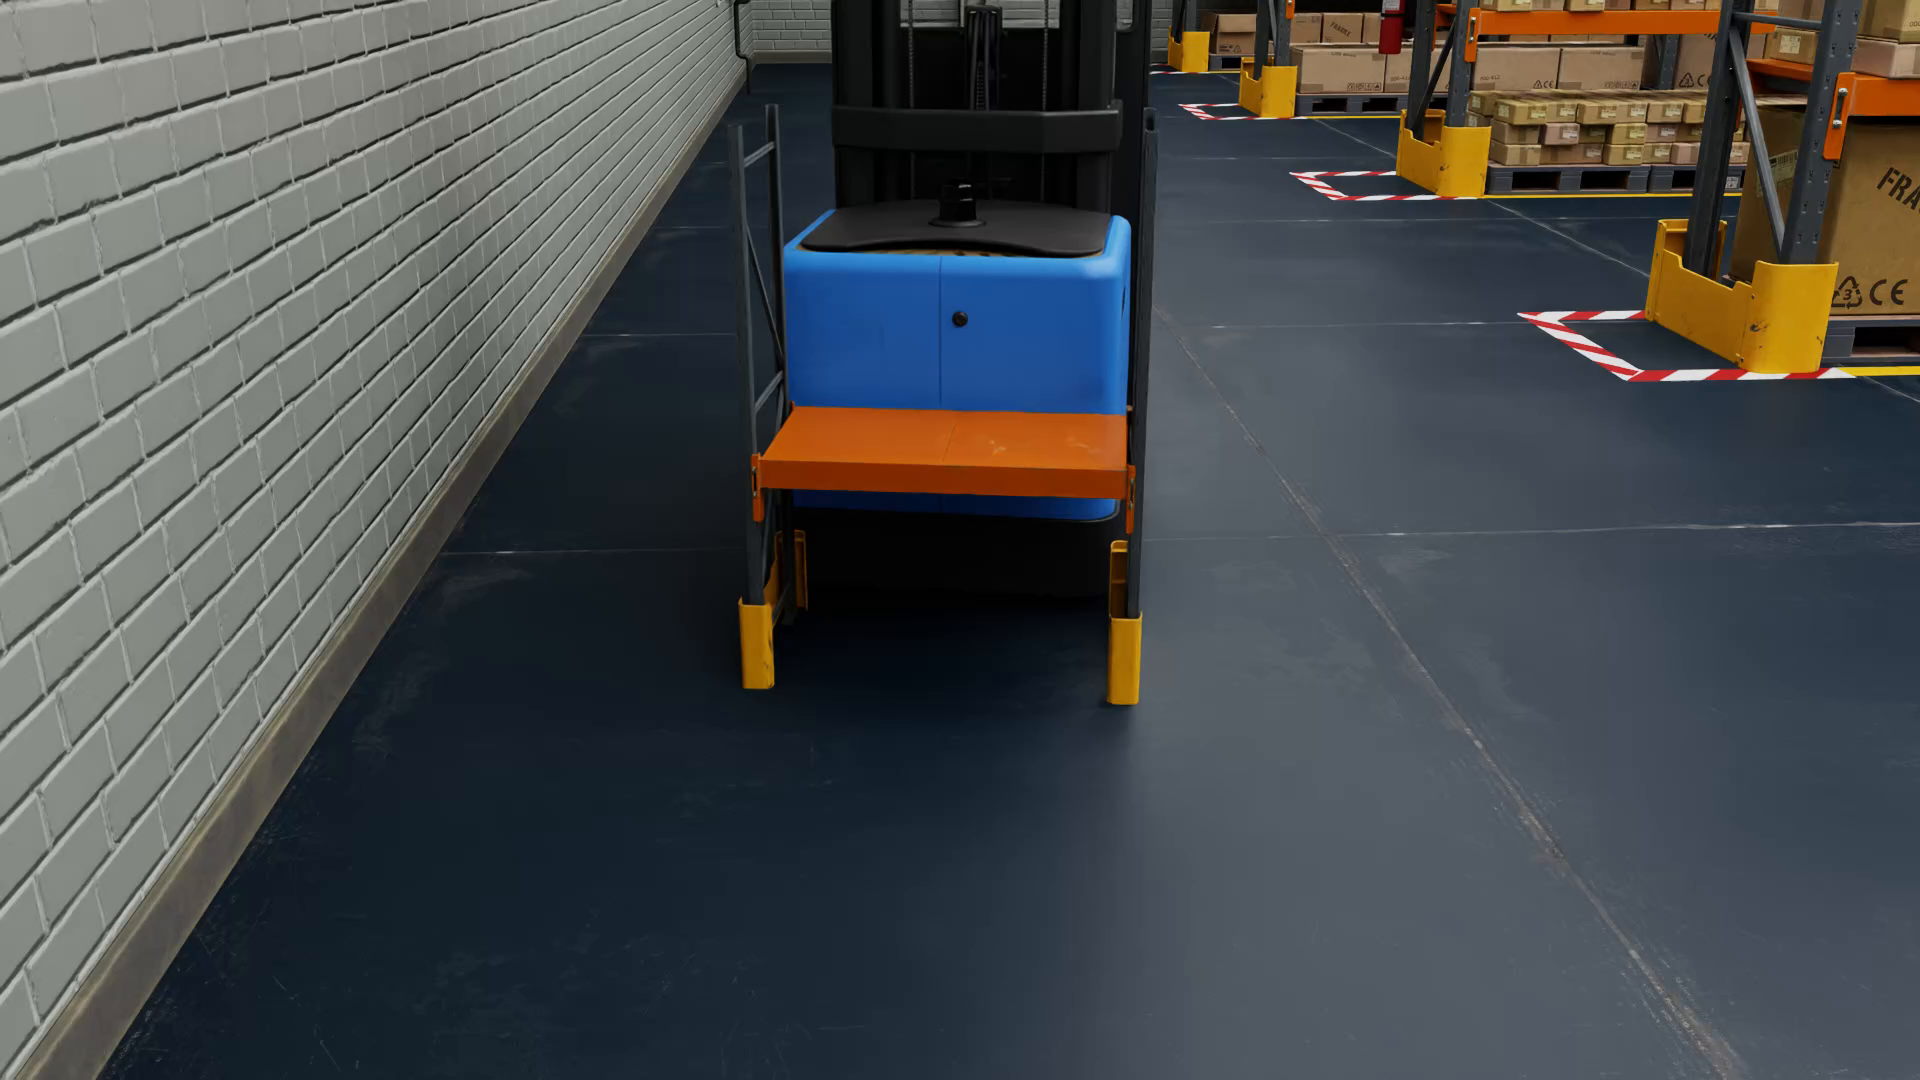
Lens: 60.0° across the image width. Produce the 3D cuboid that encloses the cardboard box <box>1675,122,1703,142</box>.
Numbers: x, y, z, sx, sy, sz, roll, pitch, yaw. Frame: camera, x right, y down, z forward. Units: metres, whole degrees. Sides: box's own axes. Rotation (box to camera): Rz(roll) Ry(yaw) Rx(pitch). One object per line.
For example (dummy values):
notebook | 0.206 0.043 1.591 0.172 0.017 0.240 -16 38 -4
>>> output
cardboard box | 5.451 -3.108 12.568 0.250 0.149 0.380 0 21 0

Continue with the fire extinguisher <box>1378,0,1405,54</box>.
fire extinguisher | 3.329 -4.086 12.771 0.183 0.674 0.296 -1 21 -3

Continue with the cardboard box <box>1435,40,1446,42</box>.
cardboard box | 6.390 -6.487 21.860 0.250 0.149 0.380 -2 21 -5

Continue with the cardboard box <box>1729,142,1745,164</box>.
cardboard box | 5.692 -2.935 12.531 0.250 0.149 0.380 -1 21 -3

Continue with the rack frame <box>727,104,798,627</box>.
rack frame | -0.531 -0.394 4.548 0.032 1.500 0.500 2 21 5

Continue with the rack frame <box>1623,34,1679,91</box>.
rack frame | 7.217 -5.976 17.100 0.127 3.000 1.000 -1 21 -3

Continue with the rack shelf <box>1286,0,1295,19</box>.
rack shelf | 5.220 -5.599 17.122 4.000 0.370 1.077 -1 21 -3

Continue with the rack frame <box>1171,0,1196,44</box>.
rack frame | 2.936 -7.657 21.518 0.127 3.000 1.000 -1 21 -3

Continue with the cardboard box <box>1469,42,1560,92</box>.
cardboard box | 5.690 -4.981 17.500 0.875 0.438 0.875 -2 21 -5

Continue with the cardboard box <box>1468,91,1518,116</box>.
cardboard box | 4.121 -3.381 12.865 0.250 0.149 0.380 -1 21 -2

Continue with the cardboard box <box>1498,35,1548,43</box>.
cardboard box | 7.426 -6.697 21.917 0.500 0.500 0.500 0 21 -1

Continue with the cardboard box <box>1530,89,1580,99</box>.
cardboard box | 4.626 -3.416 12.957 0.250 0.149 0.380 -2 21 -4

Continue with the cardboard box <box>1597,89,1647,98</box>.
cardboard box | 5.153 -3.424 12.978 0.250 0.149 0.380 0 21 -1

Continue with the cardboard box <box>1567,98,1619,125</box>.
cardboard box | 4.676 -3.178 12.332 0.250 0.149 0.380 -1 21 -3

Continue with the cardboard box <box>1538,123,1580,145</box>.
cardboard box | 4.421 -3.046 12.404 0.250 0.149 0.380 -1 21 -3

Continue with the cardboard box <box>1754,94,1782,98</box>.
cardboard box | 6.199 -3.431 12.997 0.250 0.149 0.380 -1 21 -2

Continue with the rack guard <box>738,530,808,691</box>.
rack guard | -0.530 0.190 4.770 0.087 0.250 0.587 2 21 5

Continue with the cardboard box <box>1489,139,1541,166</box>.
cardboard box | 4.148 -2.899 12.436 0.250 0.149 0.380 -1 21 -2

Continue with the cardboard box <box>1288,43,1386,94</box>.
cardboard box | 3.877 -4.942 17.397 0.875 0.438 0.875 -2 21 -5

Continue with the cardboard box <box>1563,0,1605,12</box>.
cardboard box | 4.472 -3.917 12.047 0.250 0.149 0.380 -2 21 -5

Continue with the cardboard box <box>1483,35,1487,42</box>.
cardboard box | 7.403 -6.882 22.404 0.500 0.500 0.500 -1 21 -3

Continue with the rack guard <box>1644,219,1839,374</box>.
rack guard | 3.765 -1.205 8.084 0.348 0.500 1.175 -1 21 -3

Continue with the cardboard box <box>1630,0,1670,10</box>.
cardboard box | 4.995 -3.968 12.180 0.250 0.149 0.380 -1 21 -4

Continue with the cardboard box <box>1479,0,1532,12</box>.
cardboard box | 3.949 -3.911 12.030 0.250 0.149 0.380 -1 21 -3

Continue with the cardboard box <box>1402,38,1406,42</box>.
cardboard box | 5.824 -6.664 22.326 0.250 0.149 0.380 -1 21 -4

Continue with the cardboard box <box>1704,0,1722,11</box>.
cardboard box | 5.503 -3.960 12.161 0.250 0.149 0.380 0 21 -1

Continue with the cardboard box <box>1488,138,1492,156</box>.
cardboard box | 4.120 -3.087 12.929 0.250 0.149 0.380 -1 21 -2

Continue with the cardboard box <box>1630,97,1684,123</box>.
cardboard box | 5.197 -3.215 12.429 0.250 0.149 0.380 0 21 -1

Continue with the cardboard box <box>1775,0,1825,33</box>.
cardboard box | 4.258 -2.547 7.888 0.500 0.250 0.500 -1 21 -4

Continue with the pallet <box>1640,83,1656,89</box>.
pallet | 7.983 -4.715 17.708 1.213 0.211 1.003 -1 21 -3

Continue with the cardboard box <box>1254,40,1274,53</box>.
cardboard box | 3.979 -6.495 21.881 0.250 0.149 0.380 -2 21 -5

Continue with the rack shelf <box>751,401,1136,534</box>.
rack shelf | -0.025 -0.209 4.567 1.000 0.185 0.538 2 21 5

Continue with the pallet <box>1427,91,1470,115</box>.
pallet | 5.232 -4.659 17.561 1.213 0.211 1.003 -1 21 -3

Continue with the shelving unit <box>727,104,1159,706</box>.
shelving unit | -0.034 -0.377 4.504 1.083 1.500 0.587 2 21 5

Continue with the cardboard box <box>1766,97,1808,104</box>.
cardboard box | 6.230 -3.219 12.440 0.250 0.149 0.380 -2 21 -6

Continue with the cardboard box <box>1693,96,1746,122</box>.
cardboard box | 5.708 -3.243 12.503 0.250 0.149 0.380 -1 21 -3

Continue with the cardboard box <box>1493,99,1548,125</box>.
cardboard box | 4.149 -3.170 12.312 0.250 0.149 0.380 -2 21 -6

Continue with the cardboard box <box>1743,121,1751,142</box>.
cardboard box | 5.990 -3.101 12.548 0.250 0.149 0.380 -2 21 -6

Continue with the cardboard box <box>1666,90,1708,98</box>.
cardboard box | 5.683 -3.405 12.929 0.250 0.149 0.380 -1 21 -3

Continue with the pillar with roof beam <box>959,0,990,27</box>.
pillar with roof beam | 0.439 -9.197 17.131 0.400 9.000 9.100 -1 21 -3

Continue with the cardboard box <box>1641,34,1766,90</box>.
cardboard box | 7.831 -5.220 17.511 0.875 0.875 0.875 -1 21 -1

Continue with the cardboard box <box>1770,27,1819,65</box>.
cardboard box | 4.126 -2.381 8.012 0.250 0.149 0.380 -1 21 -2

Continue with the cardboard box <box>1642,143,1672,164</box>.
cardboard box | 5.163 -2.946 12.560 0.250 0.149 0.380 -1 21 -3

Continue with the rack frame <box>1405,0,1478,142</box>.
rack frame | 3.607 -4.138 12.274 0.127 3.000 1.000 -1 21 -3

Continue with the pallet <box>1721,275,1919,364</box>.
pallet | 4.583 -1.115 8.253 1.213 0.211 1.003 -1 21 -3

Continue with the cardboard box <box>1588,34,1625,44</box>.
cardboard box | 8.455 -6.720 21.978 0.500 0.500 0.500 -2 21 -5

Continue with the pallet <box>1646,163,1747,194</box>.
pallet | 5.711 -2.864 12.847 1.213 0.211 1.003 -1 21 -3

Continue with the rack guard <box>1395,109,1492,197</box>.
rack guard | 3.683 -2.971 12.723 0.348 0.500 1.175 -1 21 -3

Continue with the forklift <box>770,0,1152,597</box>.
forklift | 0.137 -1.686 5.930 1.130 2.935 3.031 3 21 7

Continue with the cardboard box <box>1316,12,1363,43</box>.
cardboard box | 4.941 -6.643 21.777 0.500 0.500 0.500 -1 21 -2

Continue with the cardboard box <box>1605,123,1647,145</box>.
cardboard box | 4.923 -3.049 12.412 0.250 0.149 0.380 -1 21 -1

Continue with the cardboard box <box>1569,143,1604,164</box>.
cardboard box | 4.652 -2.941 12.546 0.250 0.149 0.380 -1 21 -2
